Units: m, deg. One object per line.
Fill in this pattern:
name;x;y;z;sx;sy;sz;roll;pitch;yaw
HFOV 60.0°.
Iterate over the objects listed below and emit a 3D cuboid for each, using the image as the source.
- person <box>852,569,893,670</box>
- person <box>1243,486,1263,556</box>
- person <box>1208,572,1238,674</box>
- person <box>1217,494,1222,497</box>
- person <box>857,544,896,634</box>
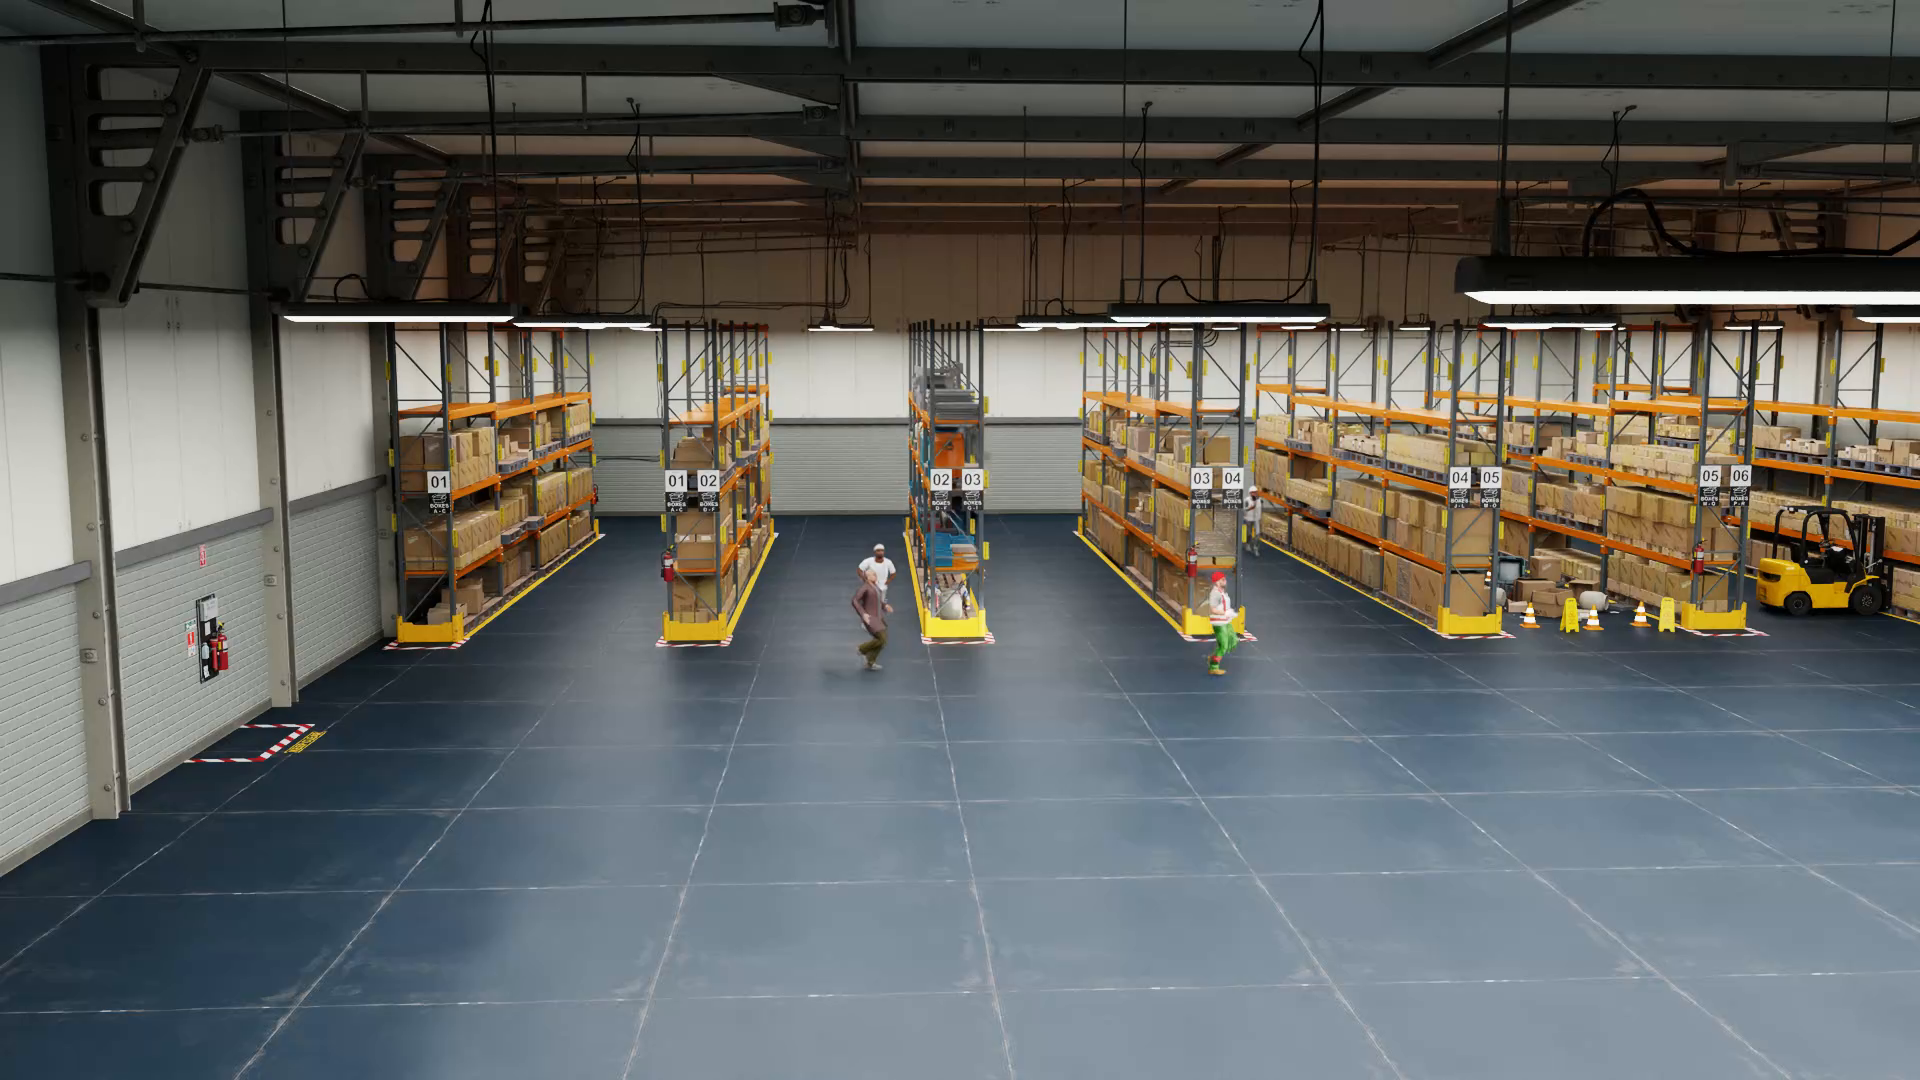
person;-1.462;1.361;28.451;0.625;1.736;0.716;3;8;23
person;7.626;-0.500;43.414;0.647;1.845;0.874;0;7;-2
person;4.443;1.398;27.975;0.580;1.741;0.644;3;8;25
person;7.230;-0.964;46.923;0.749;1.775;1.061;1;7;5
person;-1.560;0.945;31.843;0.733;1.739;0.522;-2;7;-18
